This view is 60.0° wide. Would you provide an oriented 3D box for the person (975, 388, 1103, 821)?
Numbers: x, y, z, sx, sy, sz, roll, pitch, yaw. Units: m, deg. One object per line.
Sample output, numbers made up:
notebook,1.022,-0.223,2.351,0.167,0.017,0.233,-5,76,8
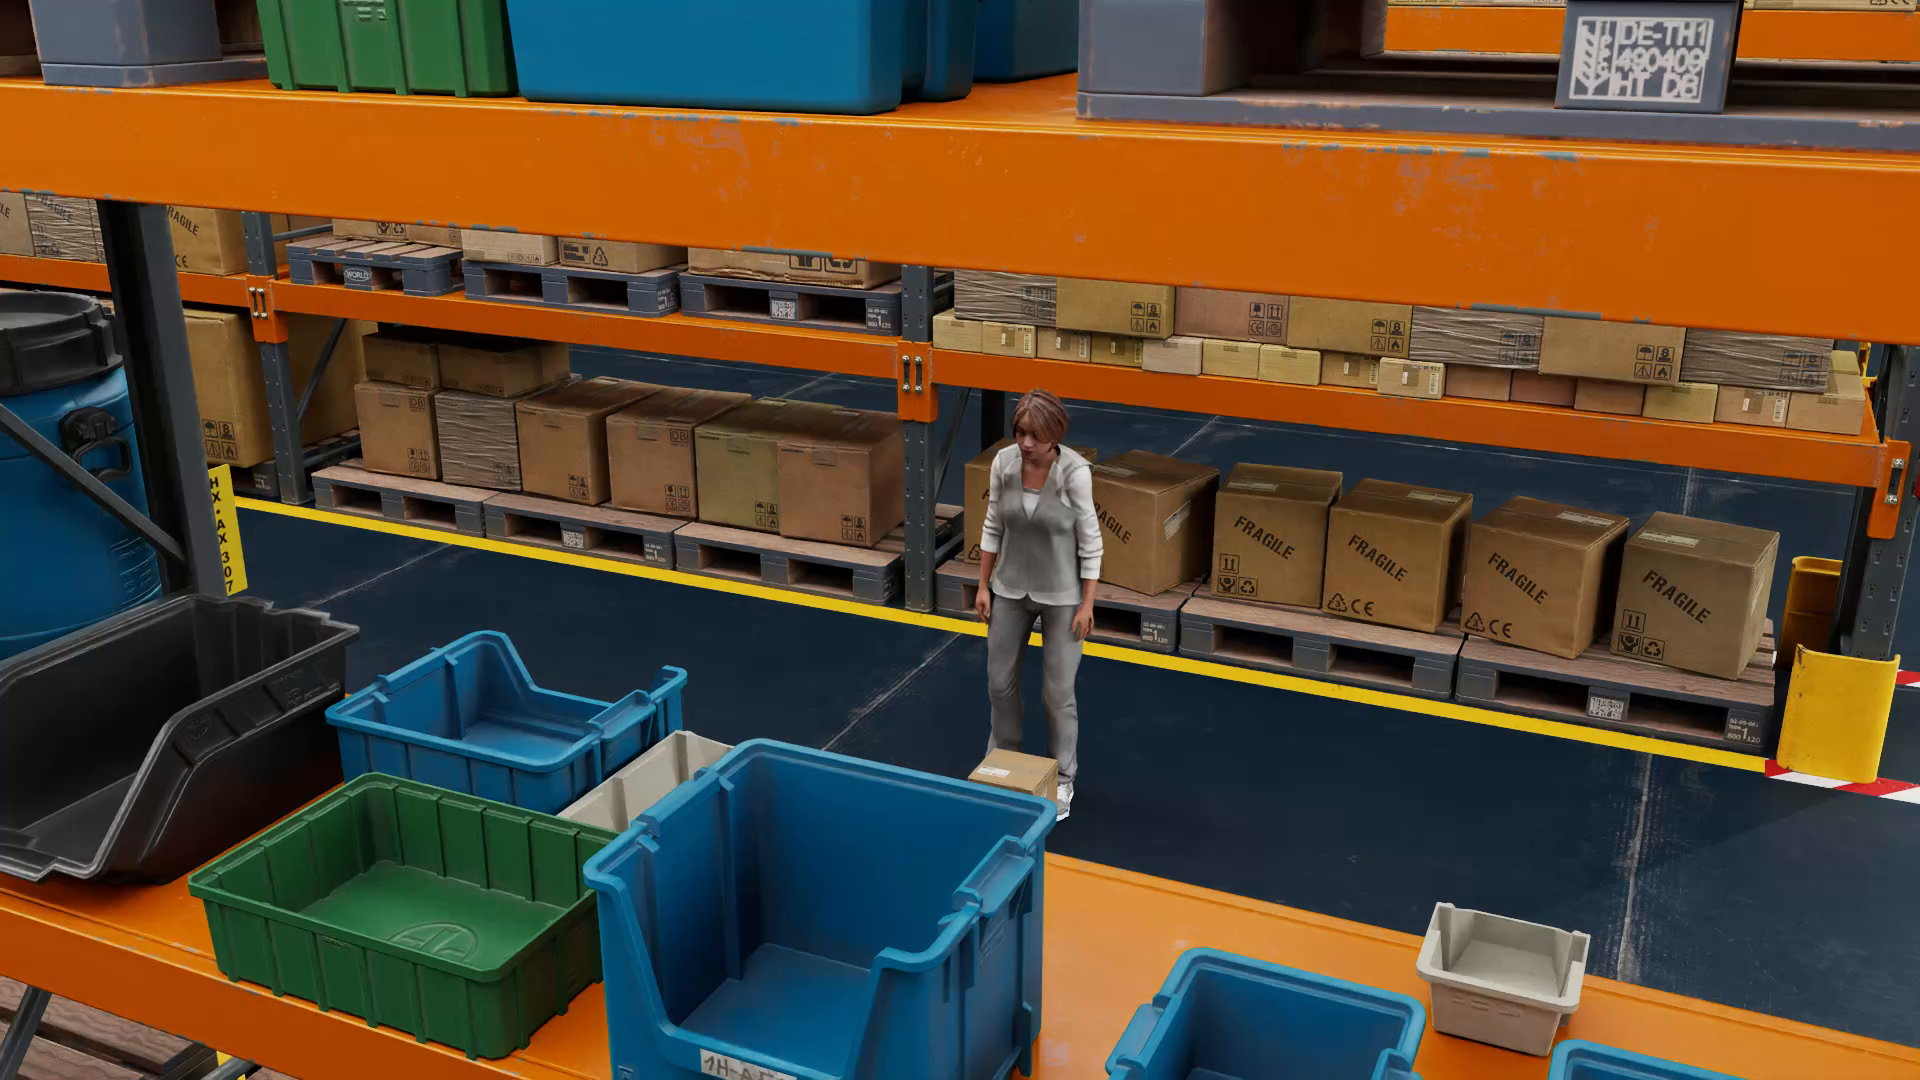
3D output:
person,-8.237,-3.137,8.868,19.161,6.000,24.933,9,21,23
